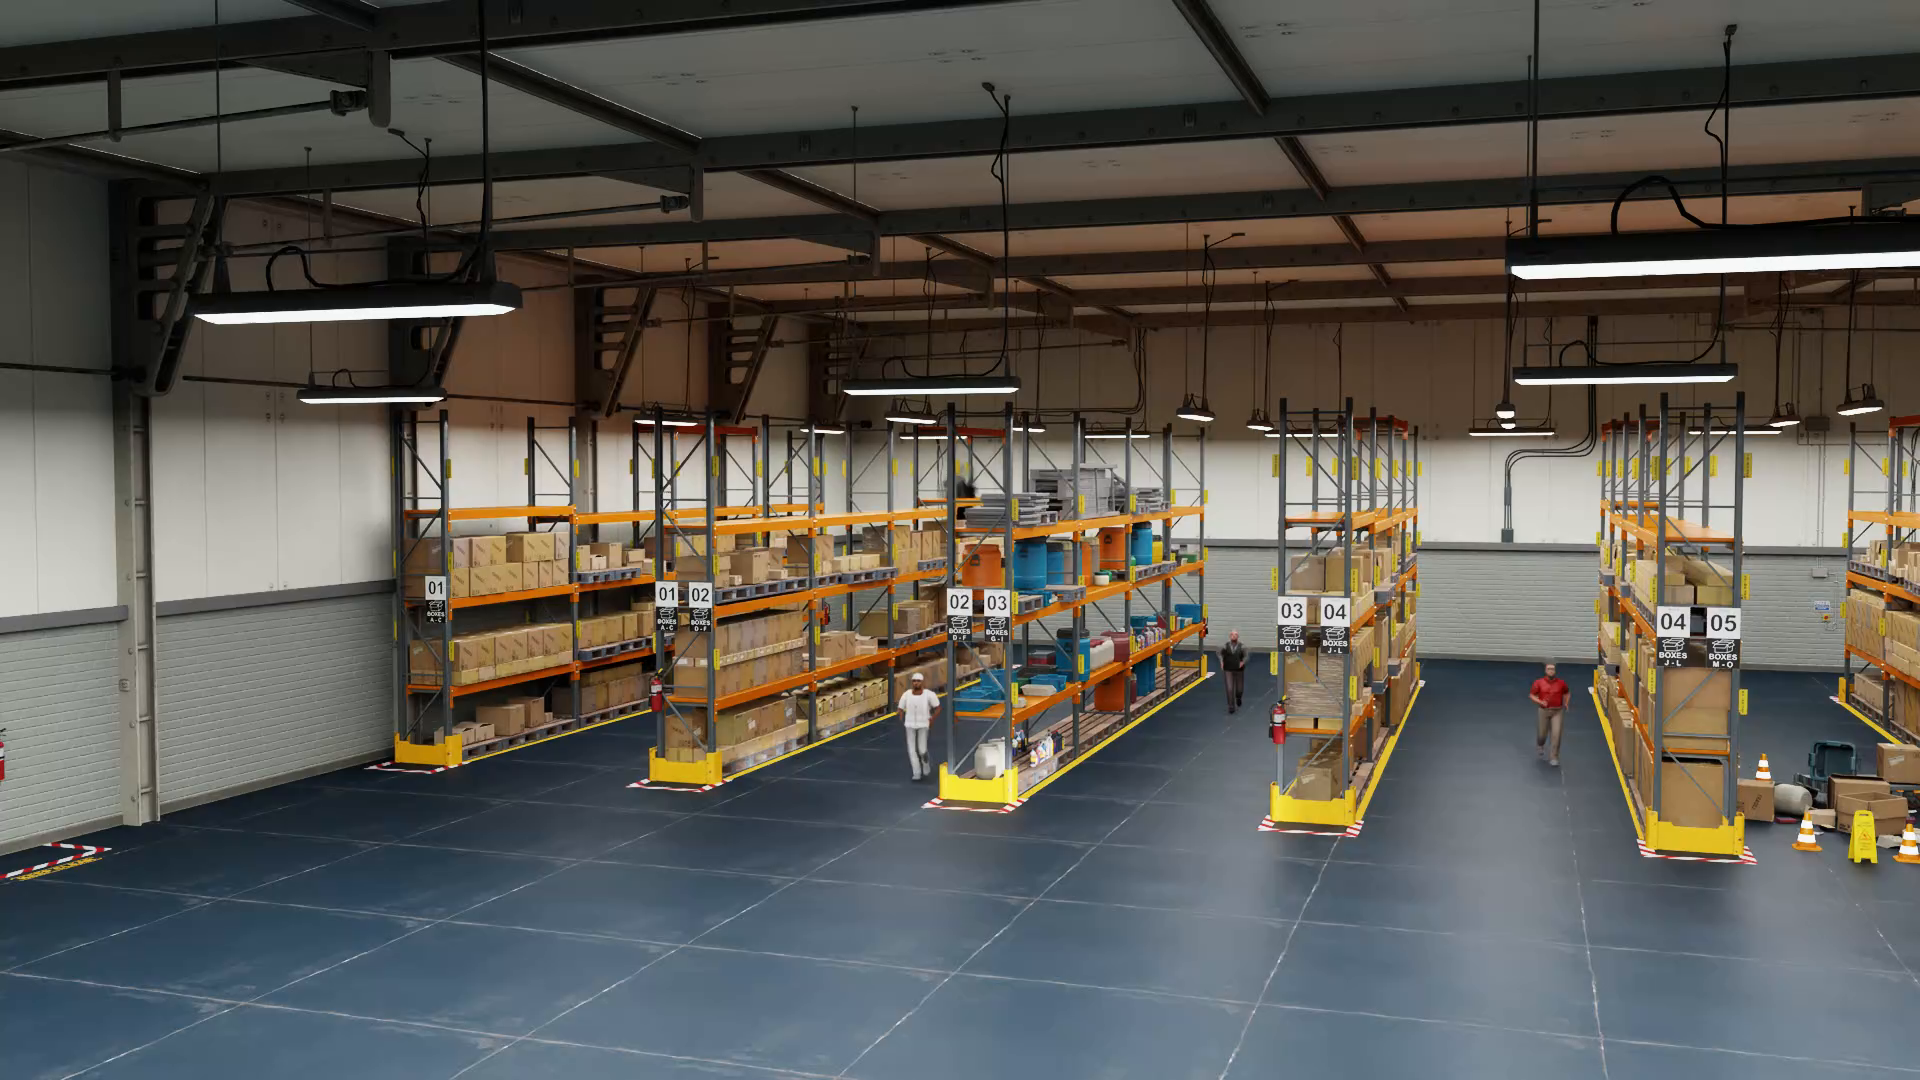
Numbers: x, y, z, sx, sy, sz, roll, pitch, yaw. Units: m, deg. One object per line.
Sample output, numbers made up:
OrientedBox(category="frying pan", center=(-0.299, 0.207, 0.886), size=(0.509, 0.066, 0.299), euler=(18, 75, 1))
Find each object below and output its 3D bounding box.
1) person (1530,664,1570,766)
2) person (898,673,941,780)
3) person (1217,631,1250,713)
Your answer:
OrientedBox(category="person", center=(10.024, 2.944, 28.230), size=(0.674, 1.688, 0.817), euler=(0, 2, 11))
OrientedBox(category="person", center=(-0.681, 2.992, 26.664), size=(0.693, 1.720, 0.592), euler=(0, 2, 11))
OrientedBox(category="person", center=(5.618, 2.698, 34.185), size=(0.663, 1.678, 0.704), euler=(0, 2, 11))
